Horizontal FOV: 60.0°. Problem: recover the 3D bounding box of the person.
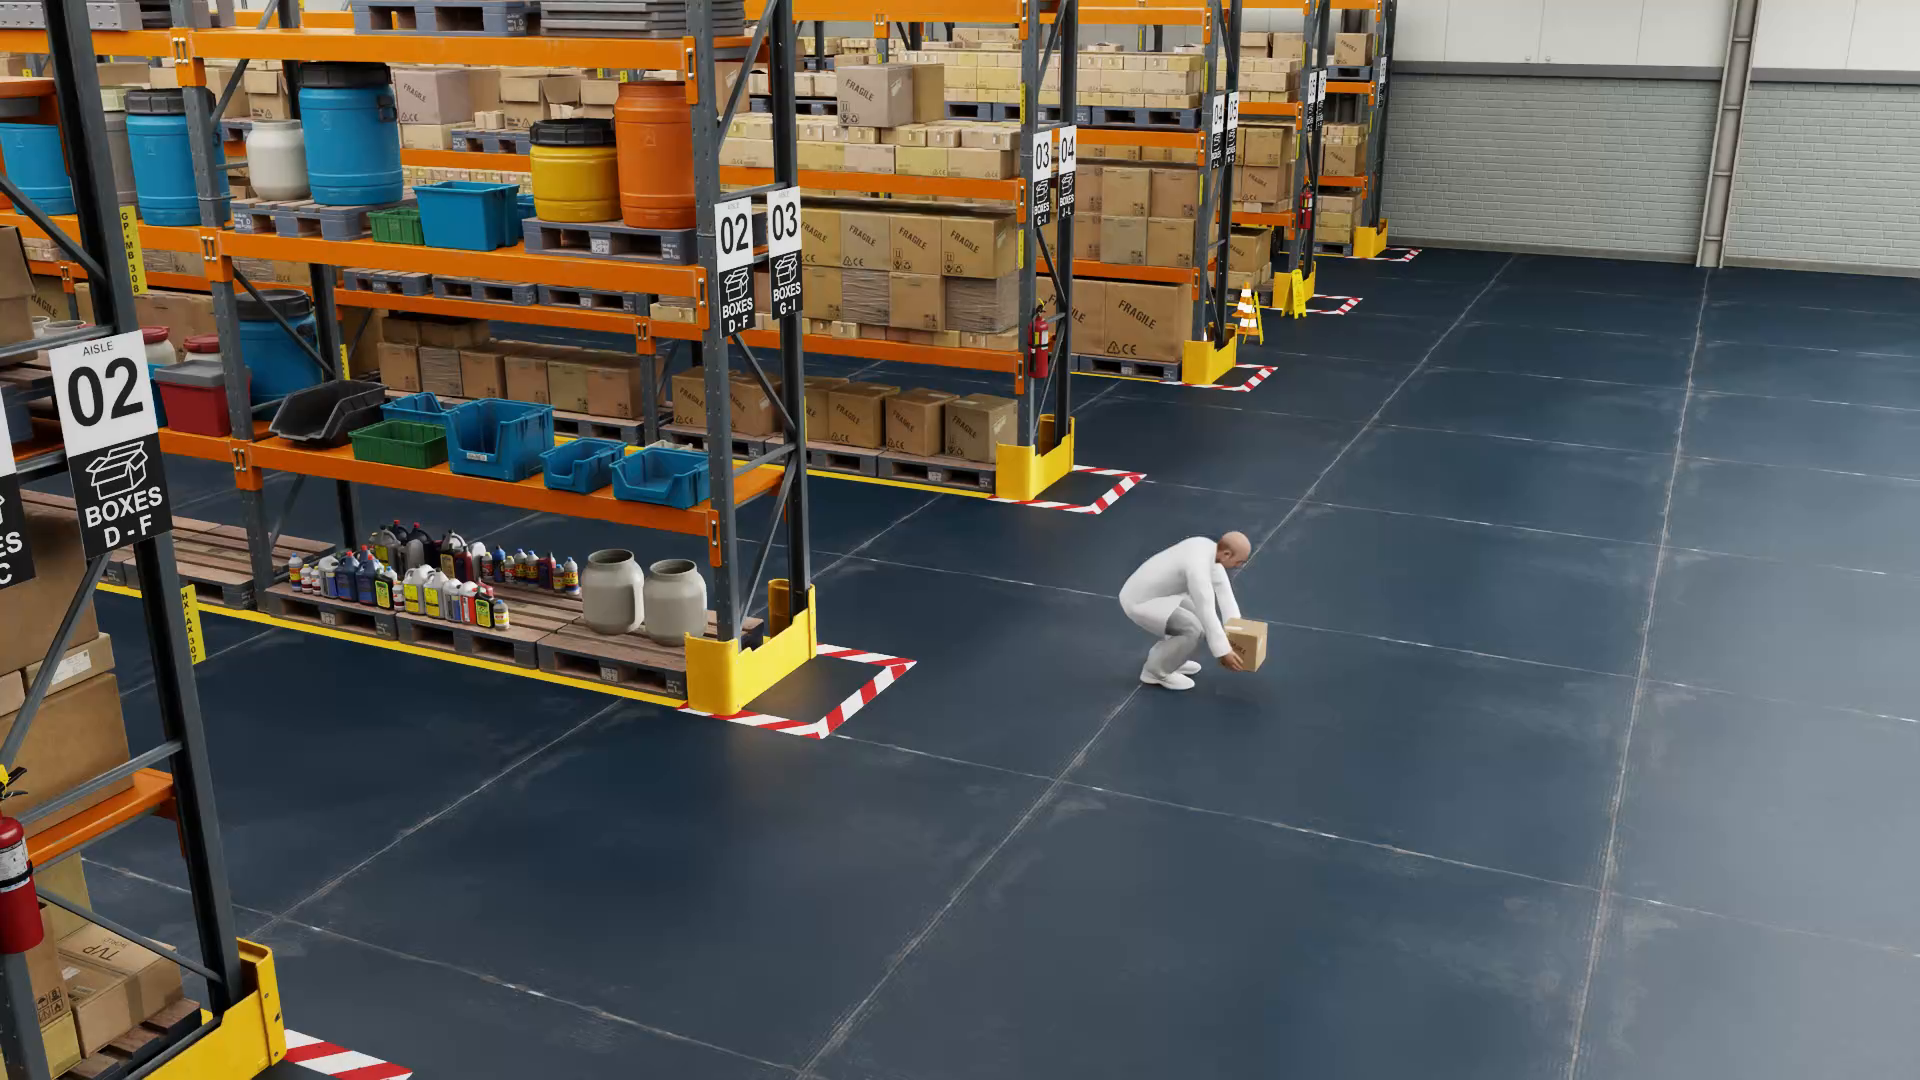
[{"bbox_3d":[1.495,0.426,10.948,0.892,1.062,0.608,8,20,23],"label":"person"}]
